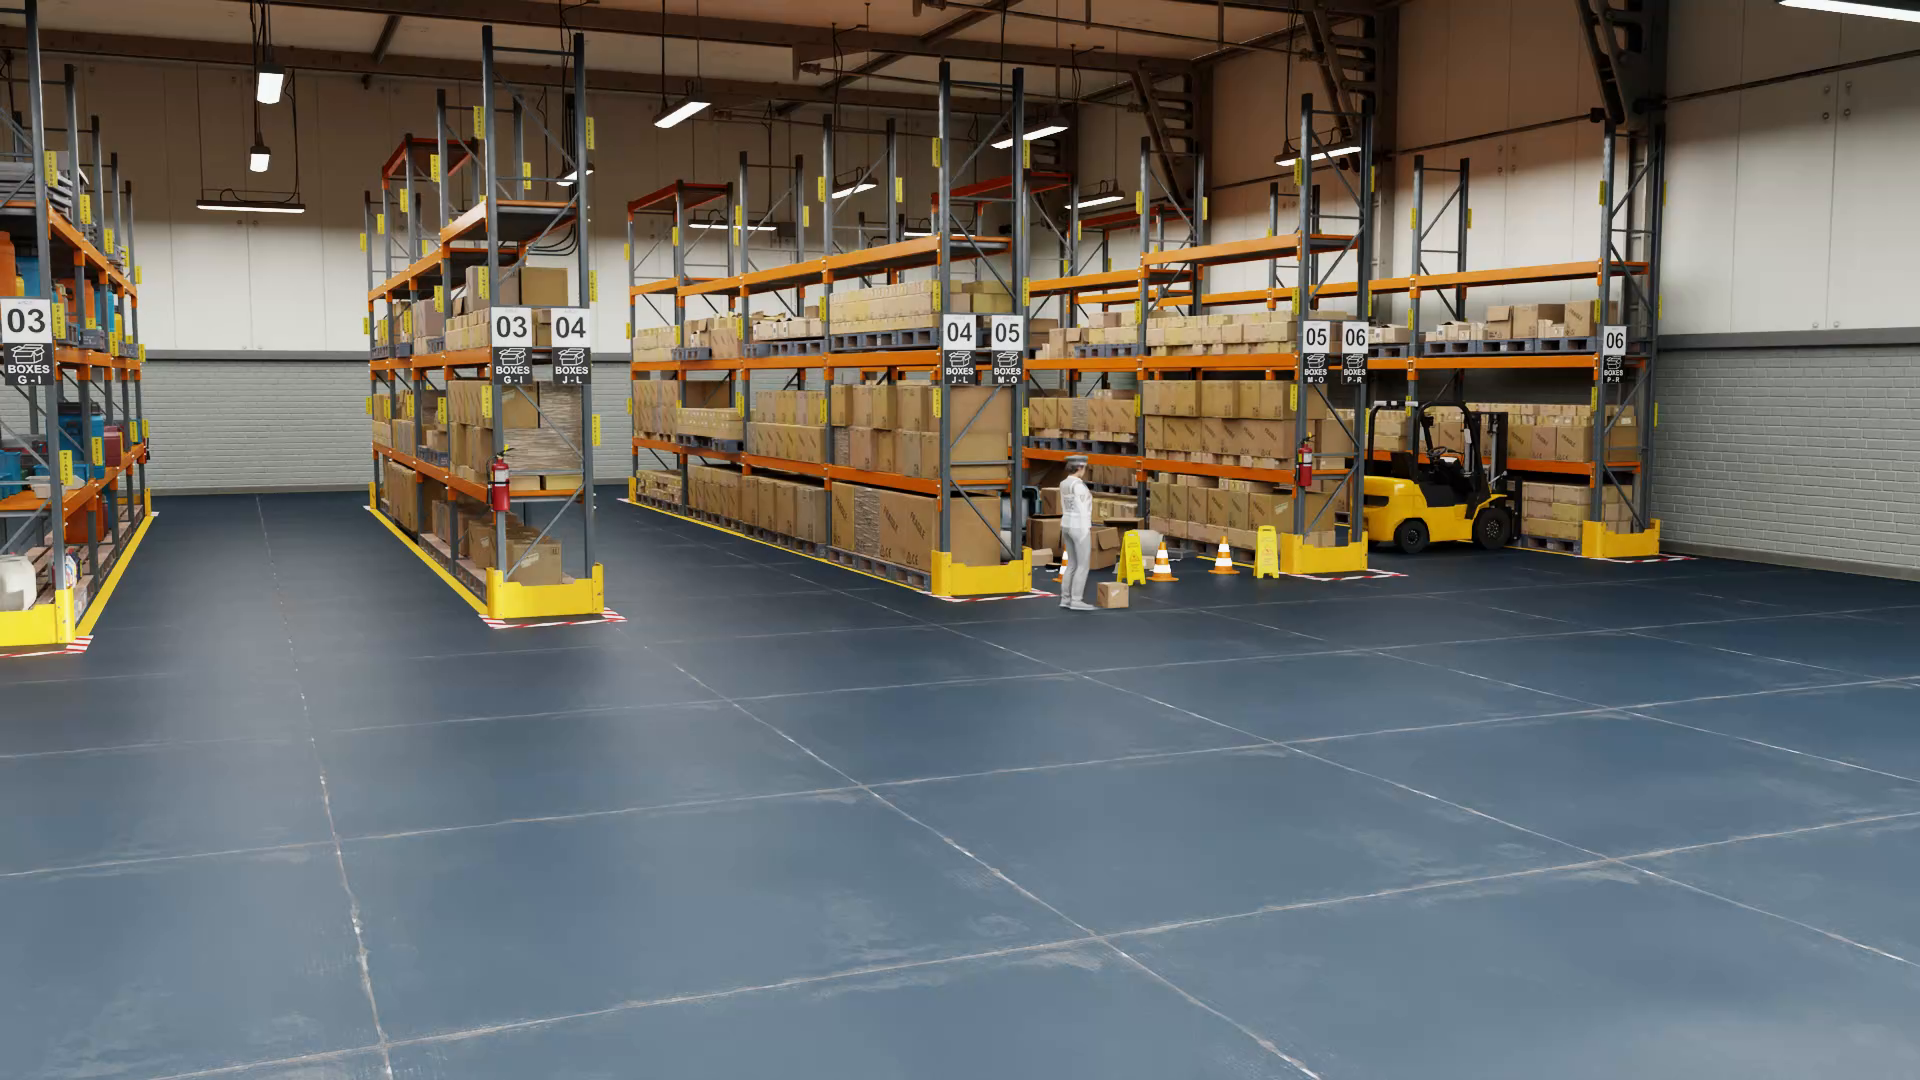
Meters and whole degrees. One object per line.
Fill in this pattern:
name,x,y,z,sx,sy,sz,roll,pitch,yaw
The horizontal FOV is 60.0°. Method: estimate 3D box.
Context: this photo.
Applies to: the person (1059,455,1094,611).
person,1.253,-0.081,17.900,0.327,1.666,0.471,-2,6,-23
